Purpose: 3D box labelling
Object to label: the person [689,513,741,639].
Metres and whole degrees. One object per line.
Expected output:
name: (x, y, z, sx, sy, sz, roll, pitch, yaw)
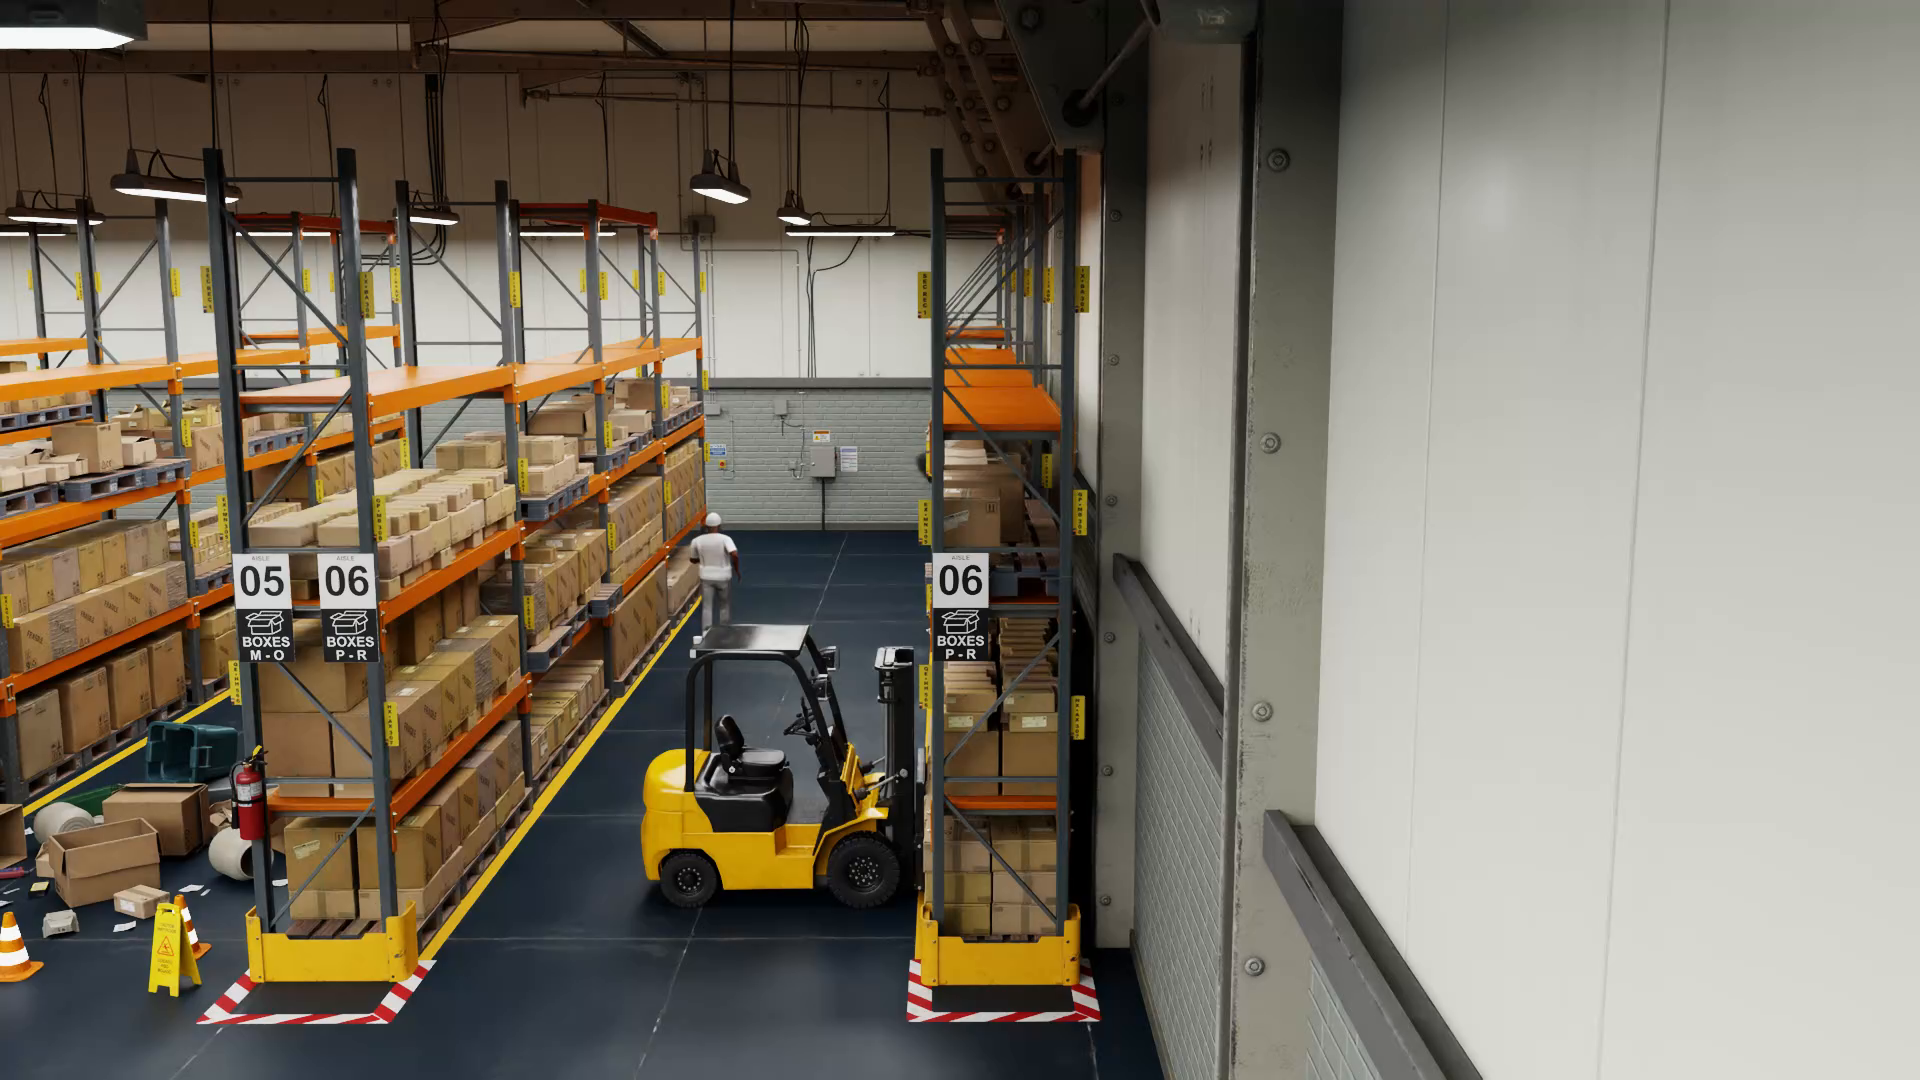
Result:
person: (-3.178, 0.544, 21.605, 0.686, 1.820, 0.827, 0, 9, -1)
